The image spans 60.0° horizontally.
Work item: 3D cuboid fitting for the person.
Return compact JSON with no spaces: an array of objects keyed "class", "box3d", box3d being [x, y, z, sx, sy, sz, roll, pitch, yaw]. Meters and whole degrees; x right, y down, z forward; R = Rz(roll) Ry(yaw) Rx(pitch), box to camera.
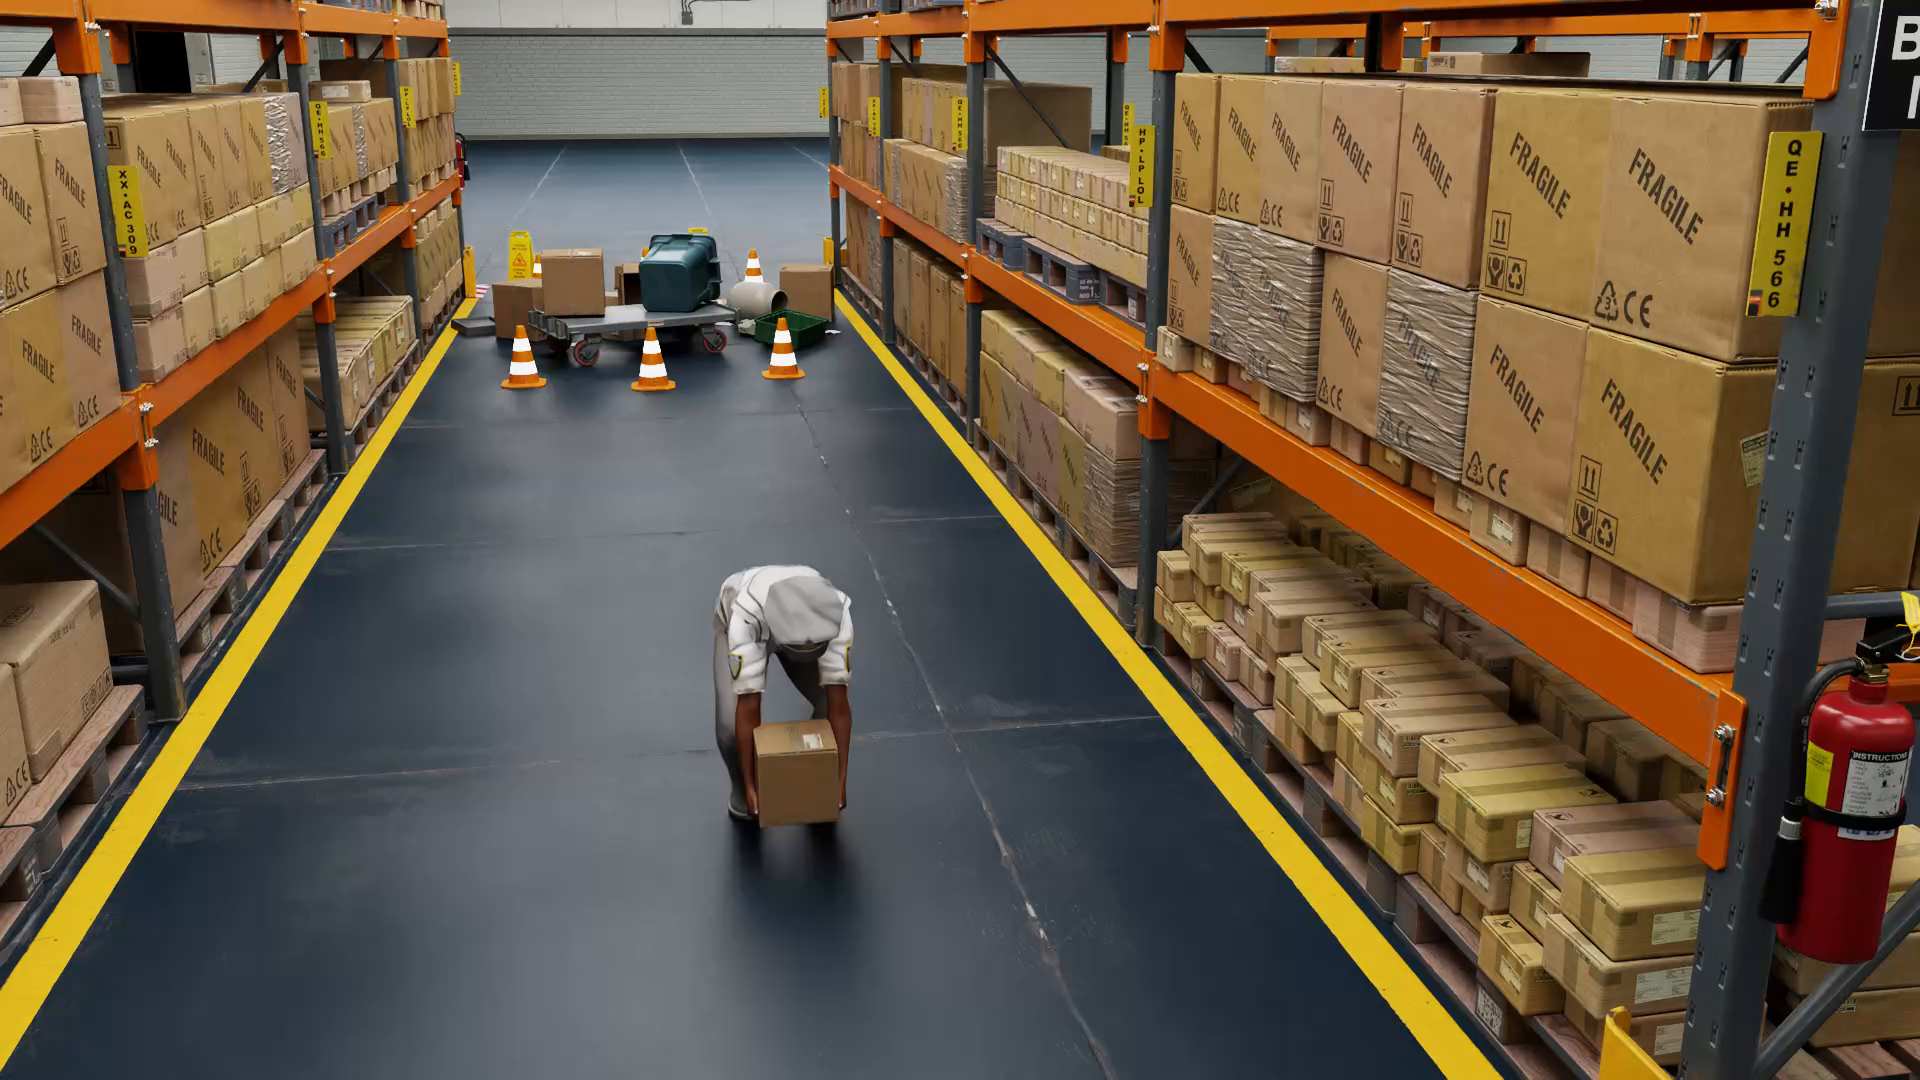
[{"class":"person","box3d":[-0.592,0.502,5.560,0.457,0.977,0.915,-4,17,-13]}]
